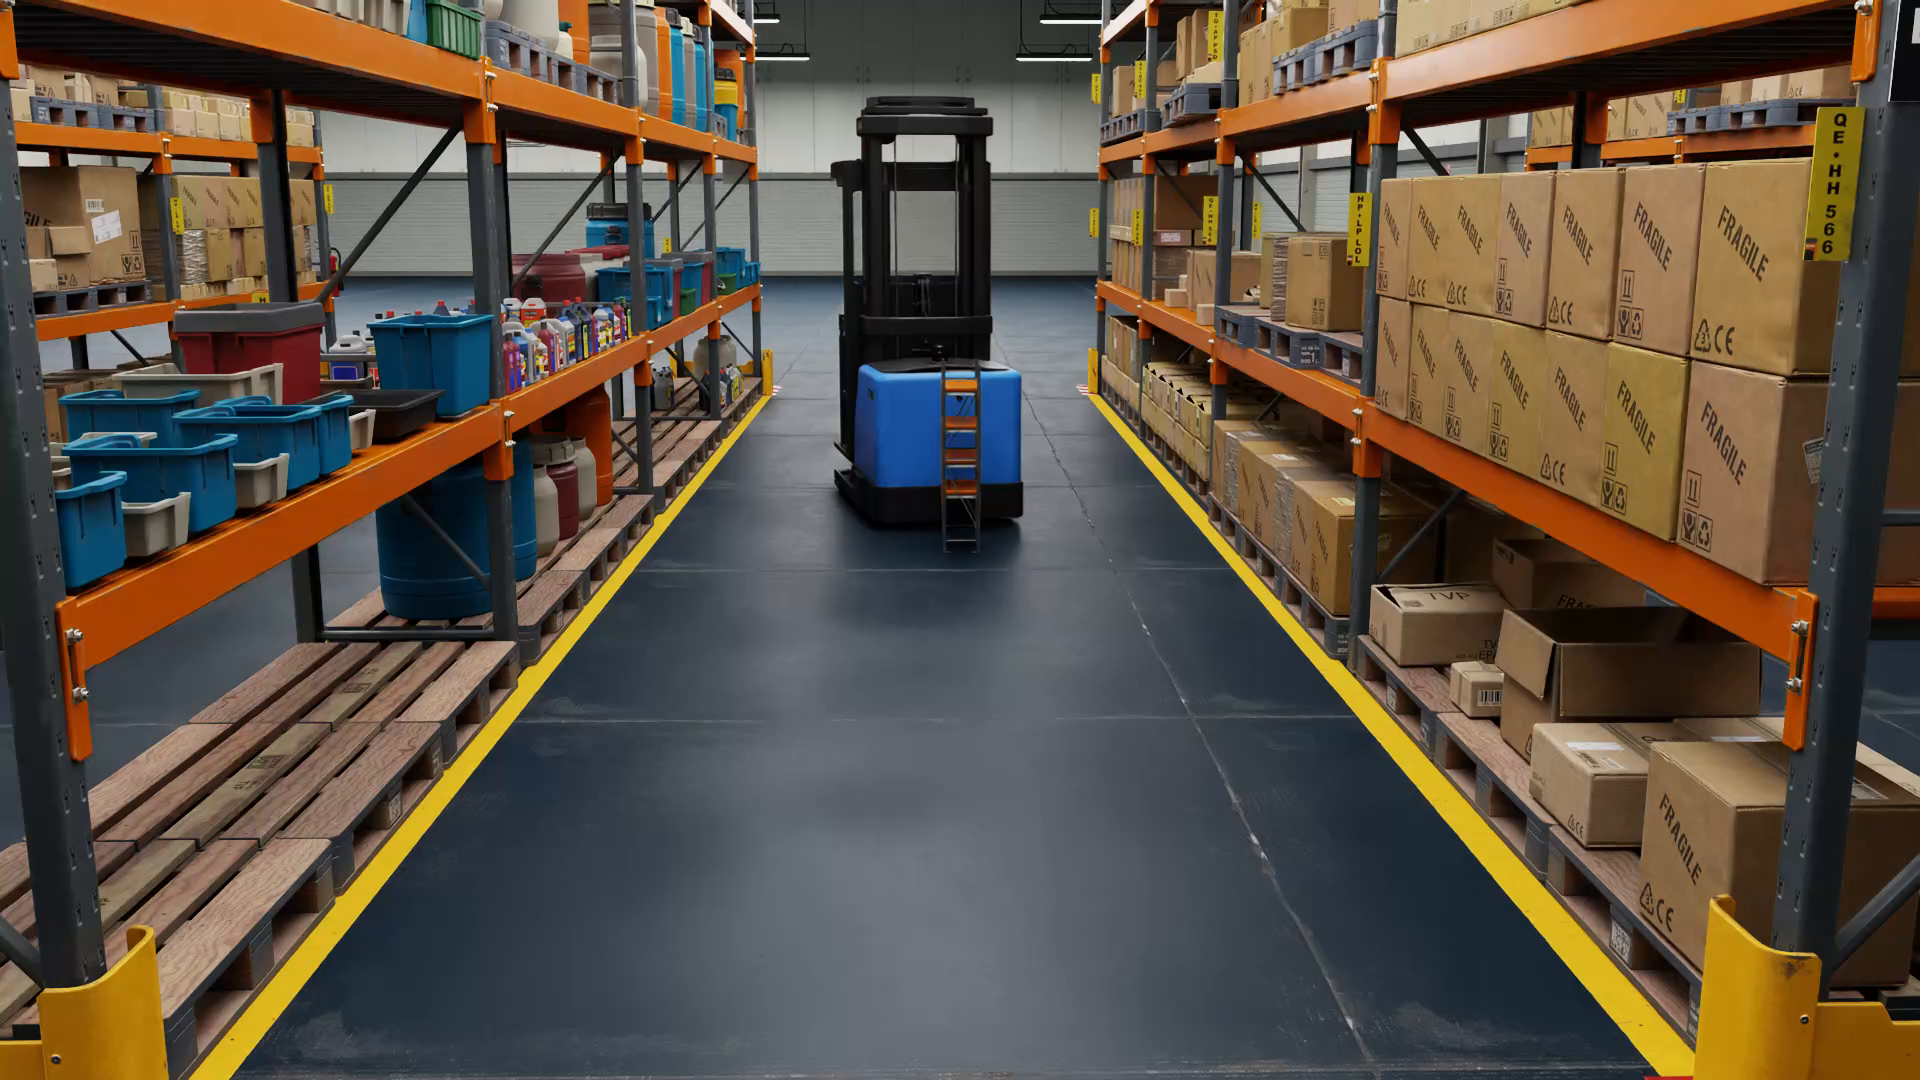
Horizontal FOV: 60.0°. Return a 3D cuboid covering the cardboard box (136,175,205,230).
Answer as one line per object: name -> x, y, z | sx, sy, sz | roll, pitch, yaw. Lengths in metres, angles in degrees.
cardboard box -> -7.463, -3.165, 15.603 | 0.500, 0.500, 0.500 | 0, 11, -1

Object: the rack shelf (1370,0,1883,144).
rack shelf -> 2.403, -1.560, 5.468 | 1.077, 0.370, 4.000 | 0, 11, -1

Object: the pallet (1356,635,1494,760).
pallet -> 2.375, 0.663, 7.258 | 1.003, 0.211, 1.213 | 0, 11, -1

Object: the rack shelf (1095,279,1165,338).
rack shelf -> 2.155, -2.475, 17.524 | 1.077, 0.370, 4.000 | 0, 11, -1

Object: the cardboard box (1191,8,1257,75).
cardboard box -> 2.205, -4.164, 13.930 | 0.500, 0.500, 0.500 | 1, 12, 4

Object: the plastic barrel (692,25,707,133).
plastic barrel -> -2.528, -4.026, 14.554 | 0.600, 0.901, 0.708 | 0, 11, -1

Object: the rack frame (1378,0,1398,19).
rack frame -> 2.362, -3.780, 7.058 | 1.000, 3.000, 0.127 | 0, 11, -1

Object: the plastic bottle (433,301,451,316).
plastic bottle -> -2.959, -1.196, 9.536 | 0.144, 0.351, 0.185 | 0, 11, -1

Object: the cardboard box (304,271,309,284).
cardboard box -> -7.574, -2.957, 18.720 | 0.380, 0.149, 0.250 | 0, 11, -1

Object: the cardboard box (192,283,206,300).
cardboard box -> -7.404, -2.361, 15.783 | 0.380, 0.149, 0.250 | 0, 11, -1

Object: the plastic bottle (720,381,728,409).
plastic bottle -> -2.358, -1.420, 16.260 | 0.152, 0.276, 0.135 | 0, 11, 1

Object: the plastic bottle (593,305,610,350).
plastic bottle -> -2.241, -1.327, 10.381 | 0.097, 0.271, 0.097 | 0, 11, 0

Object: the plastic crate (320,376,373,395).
plastic crate -> -2.724, -0.627, 7.119 | 0.396, 0.136, 0.243 | 0, 11, -1

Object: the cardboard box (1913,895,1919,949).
cardboard box -> 2.780, 1.052, 4.392 | 0.380, 0.149, 0.250 | 0, 11, -1

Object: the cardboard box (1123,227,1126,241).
cardboard box -> 1.935, -3.257, 17.687 | 0.380, 0.149, 0.250 | 0, 11, -2

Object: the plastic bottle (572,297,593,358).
plastic bottle -> -2.253, -1.253, 9.817 | 0.144, 0.351, 0.185 | 0, 11, -1

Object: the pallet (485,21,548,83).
pallet -> -2.704, -2.353, 8.044 | 1.213, 0.211, 1.003 | 0, 11, -1

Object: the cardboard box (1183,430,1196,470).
cardboard box -> 2.010, -0.699, 12.821 | 0.500, 0.250, 0.500 | 0, 11, -2

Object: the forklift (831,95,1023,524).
forklift -> -0.366, -1.797, 12.543 | 1.130, 2.935, 3.031 | -2, 12, -12

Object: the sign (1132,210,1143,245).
sign -> 1.642, -2.891, 15.386 | 0.100, 0.325, 0.005 | 0, 11, -1

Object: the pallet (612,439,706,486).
pallet -> -2.673, -0.645, 13.706 | 1.003, 0.211, 1.213 | 0, 11, -1

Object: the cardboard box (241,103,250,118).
cardboard box -> -7.494, -4.410, 17.082 | 0.380, 0.149, 0.250 | -1, 11, -4

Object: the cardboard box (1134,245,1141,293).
cardboard box -> 2.157, -2.772, 16.926 | 0.700, 0.500, 0.500 | 0, 11, 0

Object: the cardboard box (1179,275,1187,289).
cardboard box -> 2.250, -2.259, 15.026 | 0.500, 0.250, 0.500 | 0, 11, 2

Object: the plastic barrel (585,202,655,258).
plastic barrel -> -3.051, -2.578, 14.962 | 0.600, 0.901, 0.708 | 0, 11, -1

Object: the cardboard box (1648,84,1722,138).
cardboard box -> 6.892, -4.080, 15.779 | 0.500, 0.500, 0.500 | 0, 11, 0

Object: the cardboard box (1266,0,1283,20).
cardboard box -> 2.282, -3.557, 10.738 | 0.500, 0.500, 0.500 | 0, 11, -1

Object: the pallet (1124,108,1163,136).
pallet -> 2.153, -4.026, 16.039 | 1.003, 0.211, 1.213 | 0, 11, -1

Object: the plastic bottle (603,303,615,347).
plastic bottle -> -2.245, -1.366, 10.572 | 0.097, 0.271, 0.097 | 0, 11, 0

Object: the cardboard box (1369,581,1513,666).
cardboard box -> 2.154, 0.347, 7.462 | 0.500, 0.311, 0.500 | 0, 11, -1

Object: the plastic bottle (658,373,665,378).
plastic bottle -> -3.067, -1.553, 16.912 | 0.152, 0.276, 0.135 | 0, 11, 0

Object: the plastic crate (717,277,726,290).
plastic crate -> -2.639, -2.485, 15.918 | 0.767, 0.338, 0.504 | 0, 11, -1

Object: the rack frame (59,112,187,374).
rack frame -> -7.708, -2.390, 15.296 | 1.000, 3.000, 0.127 | 0, 11, -1

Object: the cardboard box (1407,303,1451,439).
cardboard box -> 2.114, -0.685, 6.638 | 0.500, 0.500, 0.500 | 0, 11, 0

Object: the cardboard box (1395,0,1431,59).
cardboard box -> 2.125, -2.139, 6.889 | 0.500, 0.250, 0.500 | 0, 11, -1

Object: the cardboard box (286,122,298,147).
cardboard box -> -7.513, -4.388, 17.975 | 0.500, 0.250, 0.500 | 0, 11, -1

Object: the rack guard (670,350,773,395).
rack guard -> -2.790, -1.966, 19.490 | 1.175, 0.500, 0.348 | 0, 11, -1

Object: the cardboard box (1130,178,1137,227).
cardboard box -> 2.150, -3.502, 17.264 | 0.700, 0.500, 0.500 | 0, 11, -1

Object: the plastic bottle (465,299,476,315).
plastic bottle -> -2.810, -1.224, 9.671 | 0.144, 0.351, 0.185 | 0, 11, -1

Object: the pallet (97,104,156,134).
pallet -> -7.801, -3.645, 14.409 | 1.213, 0.211, 1.003 | 0, 11, -1

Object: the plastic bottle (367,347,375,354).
plastic bottle -> -2.893, -0.850, 8.202 | 0.097, 0.201, 0.097 | 0, 11, 0

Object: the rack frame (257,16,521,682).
rack frame -> -2.590, -0.820, 7.557 | 1.000, 3.000, 0.127 | 0, 11, -1

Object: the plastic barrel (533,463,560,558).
plastic barrel -> -2.522, -0.168, 9.545 | 0.421, 0.512, 0.421 | 0, 11, 0

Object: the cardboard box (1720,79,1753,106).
cardboard box -> 7.080, -4.067, 14.709 | 0.500, 0.500, 0.500 | 1, 12, 7

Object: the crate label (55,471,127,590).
crate label -> -2.184, -0.023, 3.897 | 0.416, 0.233, 0.303 | 0, 11, -1

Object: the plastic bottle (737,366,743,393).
plastic bottle -> -2.342, -1.704, 17.637 | 0.061, 0.283, 0.133 | 0, 11, 0

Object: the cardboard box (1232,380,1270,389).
cardboard box -> 2.523, -1.181, 13.786 | 0.500, 0.311, 0.500 | 0, 11, -2

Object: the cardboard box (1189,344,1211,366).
cardboard box -> 2.500, -1.749, 16.111 | 0.500, 0.500, 0.500 | 0, 11, -1

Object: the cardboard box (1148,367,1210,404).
cardboard box -> 1.961, -1.380, 14.768 | 0.500, 0.311, 0.500 | 0, 11, -2

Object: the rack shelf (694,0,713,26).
rack shelf -> -2.714, -4.404, 12.951 | 1.077, 0.370, 4.000 | 0, 11, -1

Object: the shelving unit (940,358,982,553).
shelving unit -> 0.003, -0.555, 10.778 | 0.258, 1.200, 0.503 | 0, 11, -1

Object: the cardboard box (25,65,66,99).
cardboard box -> -7.777, -3.835, 13.560 | 0.797, 0.503, 0.637 | 0, 11, 1

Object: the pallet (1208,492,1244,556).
pallet -> 2.257, -0.120, 11.118 | 1.003, 0.211, 1.213 | 0, 11, -1

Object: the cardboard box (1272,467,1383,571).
cardboard box -> 2.053, -0.125, 9.313 | 0.500, 0.500, 0.500 | 0, 11, 0

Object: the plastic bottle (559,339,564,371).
plastic bottle -> -2.213, -1.024, 9.060 | 0.097, 0.201, 0.097 | 0, 11, 0

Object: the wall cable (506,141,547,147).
wall cable -> -13.414, -14.178, 49.760 | 2.305, 6.003, 0.169 | 0, 11, -1

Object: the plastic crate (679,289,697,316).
plastic crate -> -2.438, -1.962, 13.716 | 0.450, 0.188, 0.662 | 0, 11, -1
